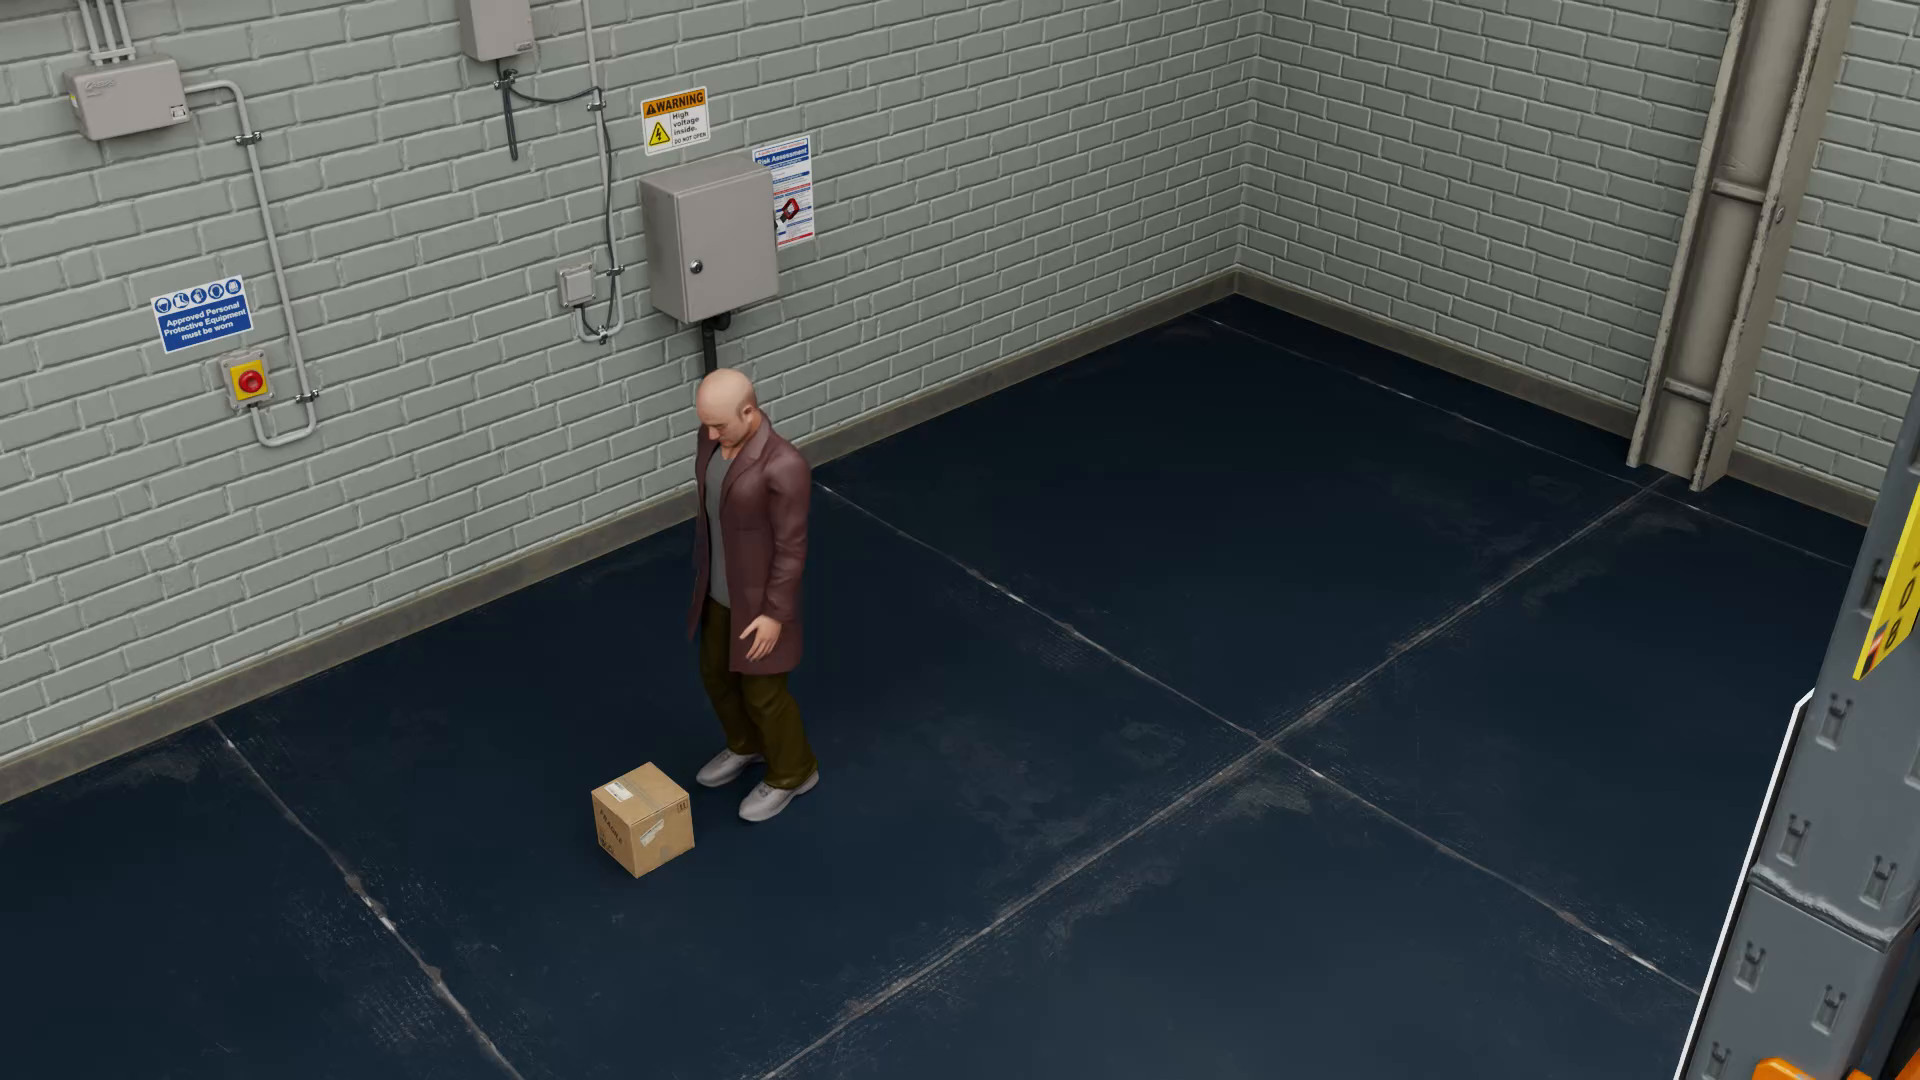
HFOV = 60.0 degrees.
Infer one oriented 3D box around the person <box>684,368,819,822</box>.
[{"bbox_3d":[-0.745,0.193,5.861,0.380,1.757,0.572,-25,39,-34],"label":"person"}]
